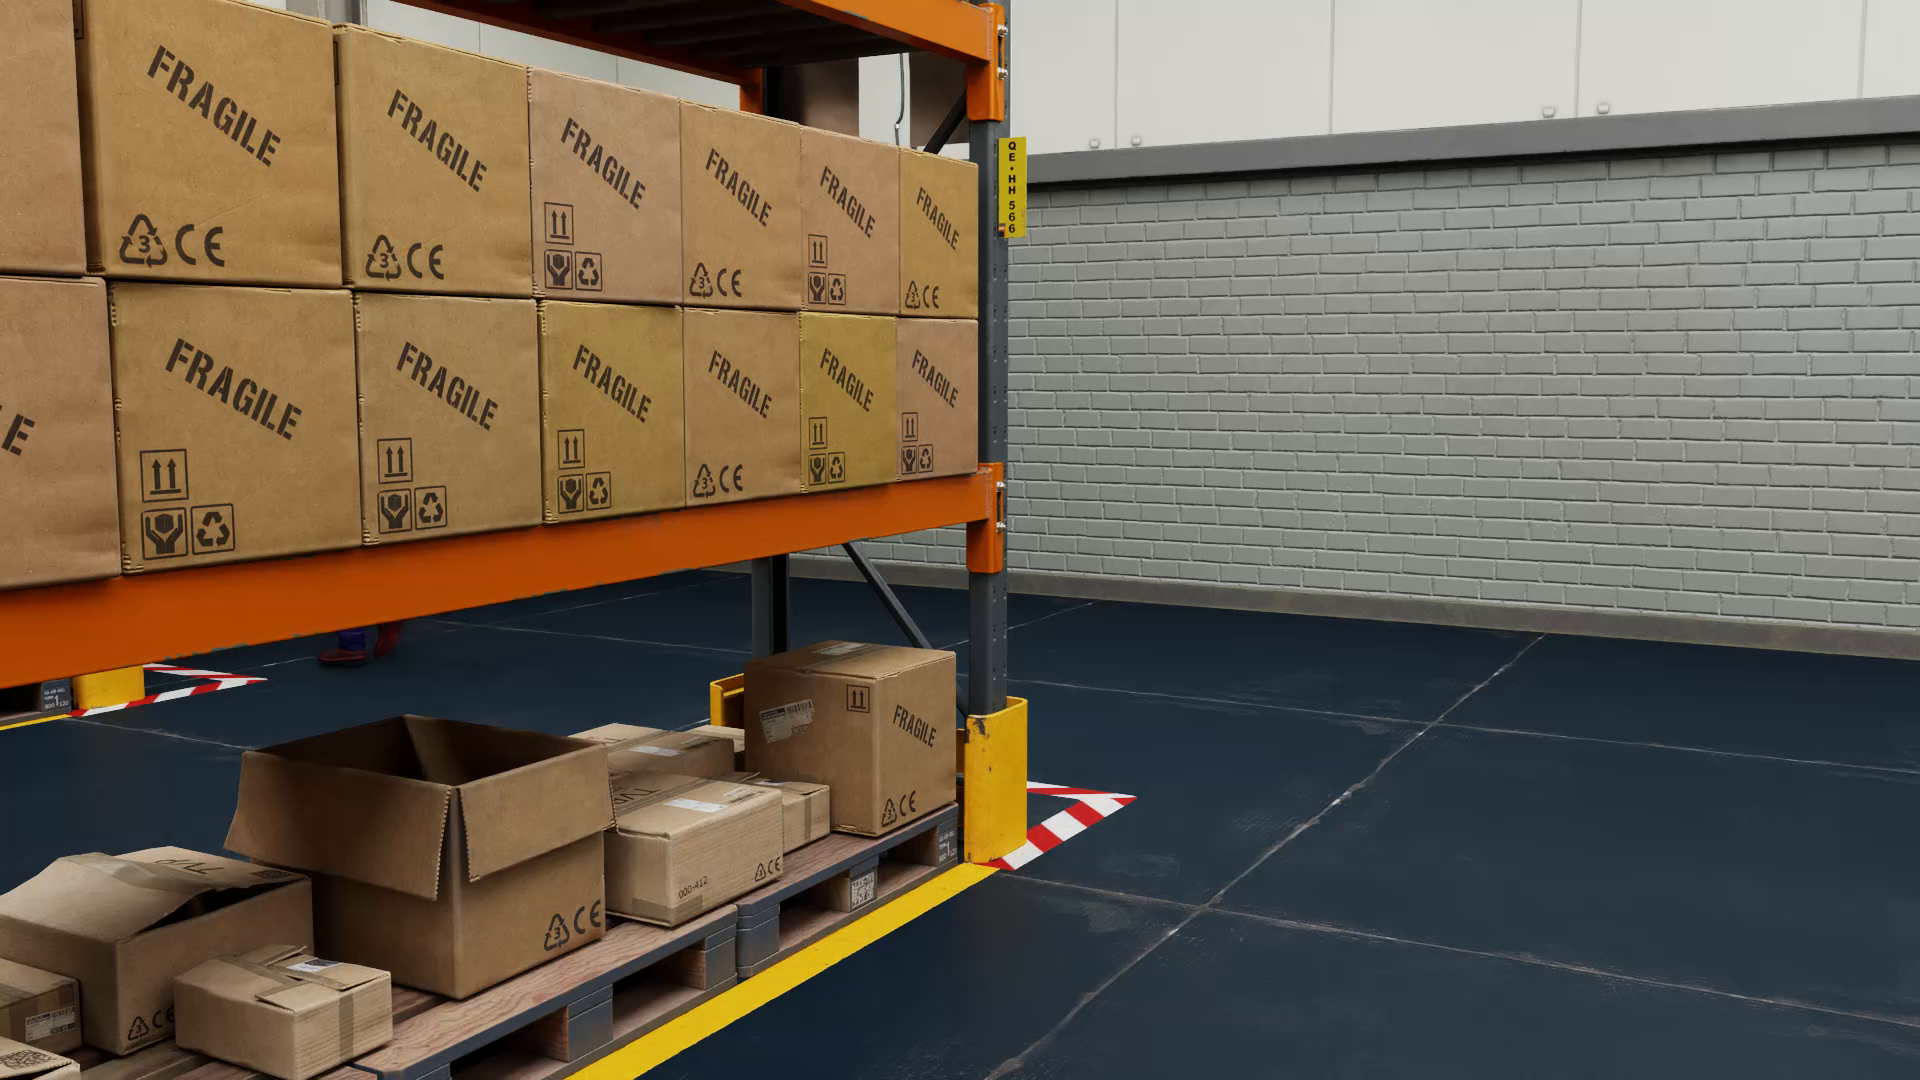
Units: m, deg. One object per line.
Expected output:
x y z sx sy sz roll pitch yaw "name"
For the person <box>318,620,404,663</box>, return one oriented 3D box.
-3.366 -0.139 9.138 0.458 1.635 0.475 2 6 20 "person"
